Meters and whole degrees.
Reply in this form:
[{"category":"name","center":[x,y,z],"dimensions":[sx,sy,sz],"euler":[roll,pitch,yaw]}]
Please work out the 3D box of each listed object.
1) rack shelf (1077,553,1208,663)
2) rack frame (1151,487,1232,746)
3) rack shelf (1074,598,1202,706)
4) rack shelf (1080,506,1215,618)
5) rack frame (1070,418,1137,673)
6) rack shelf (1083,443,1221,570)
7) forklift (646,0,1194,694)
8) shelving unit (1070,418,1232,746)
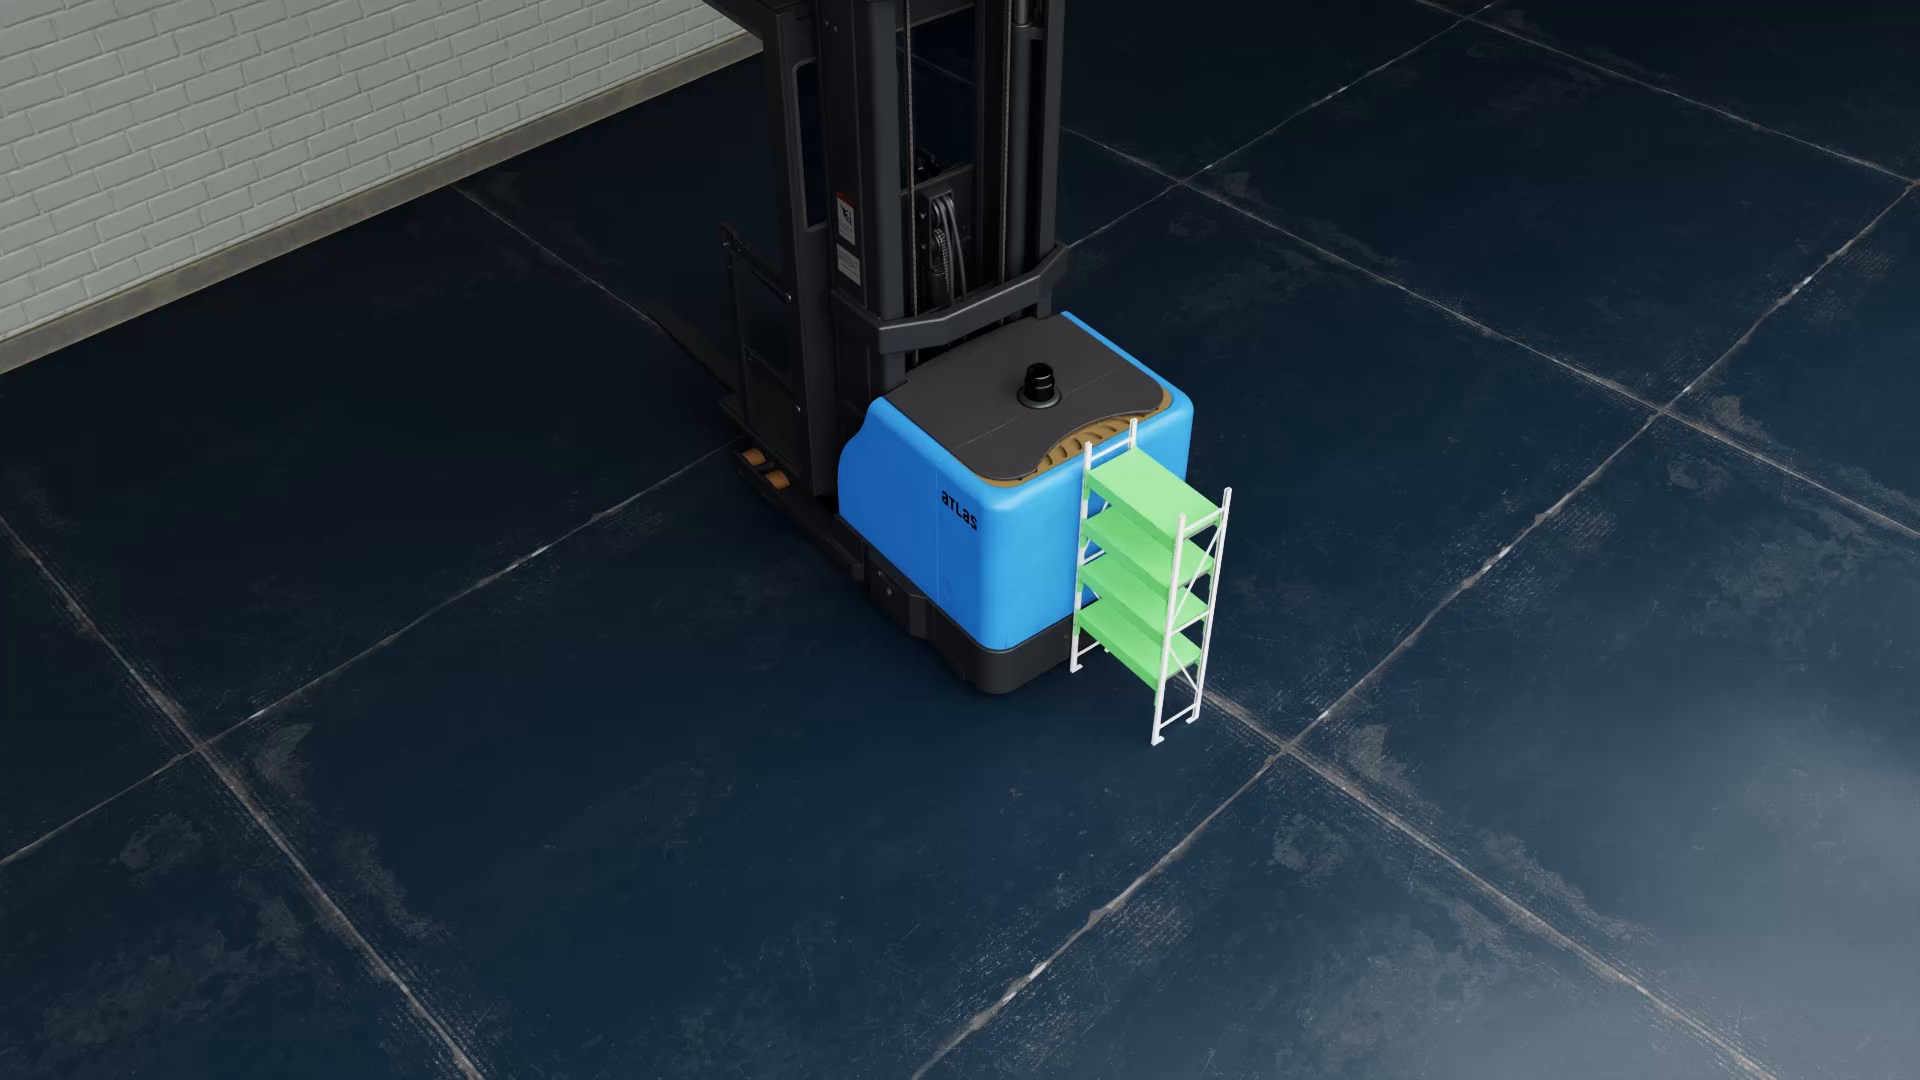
[{"category":"rack shelf","center":[0.698,0.226,6.333],"dimensions":[0.258,0.148,0.480],"euler":[-28,49,-27]},{"category":"rack frame","center":[0.847,0.310,6.148],"dimensions":[0.240,1.200,0.015],"euler":[-28,49,-27]},{"category":"rack shelf","center":[0.698,0.402,6.496],"dimensions":[0.258,0.148,0.480],"euler":[-28,49,-27]},{"category":"rack shelf","center":[0.698,0.049,6.170],"dimensions":[0.258,0.148,0.480],"euler":[-28,49,-27]},{"category":"rack frame","center":[0.548,0.048,6.432],"dimensions":[0.240,1.200,0.015],"euler":[-28,49,-27]},{"category":"rack shelf","center":[0.698,-0.127,6.008],"dimensions":[0.258,0.148,0.480],"euler":[-28,49,-27]},{"category":"forklift","center":[-0.383,-1.412,6.736],"dimensions":[1.130,2.935,3.031],"euler":[-28,49,-27]},{"category":"shelving unit","center":[0.698,0.179,6.290],"dimensions":[0.258,1.200,0.503],"euler":[-28,49,-27]}]
